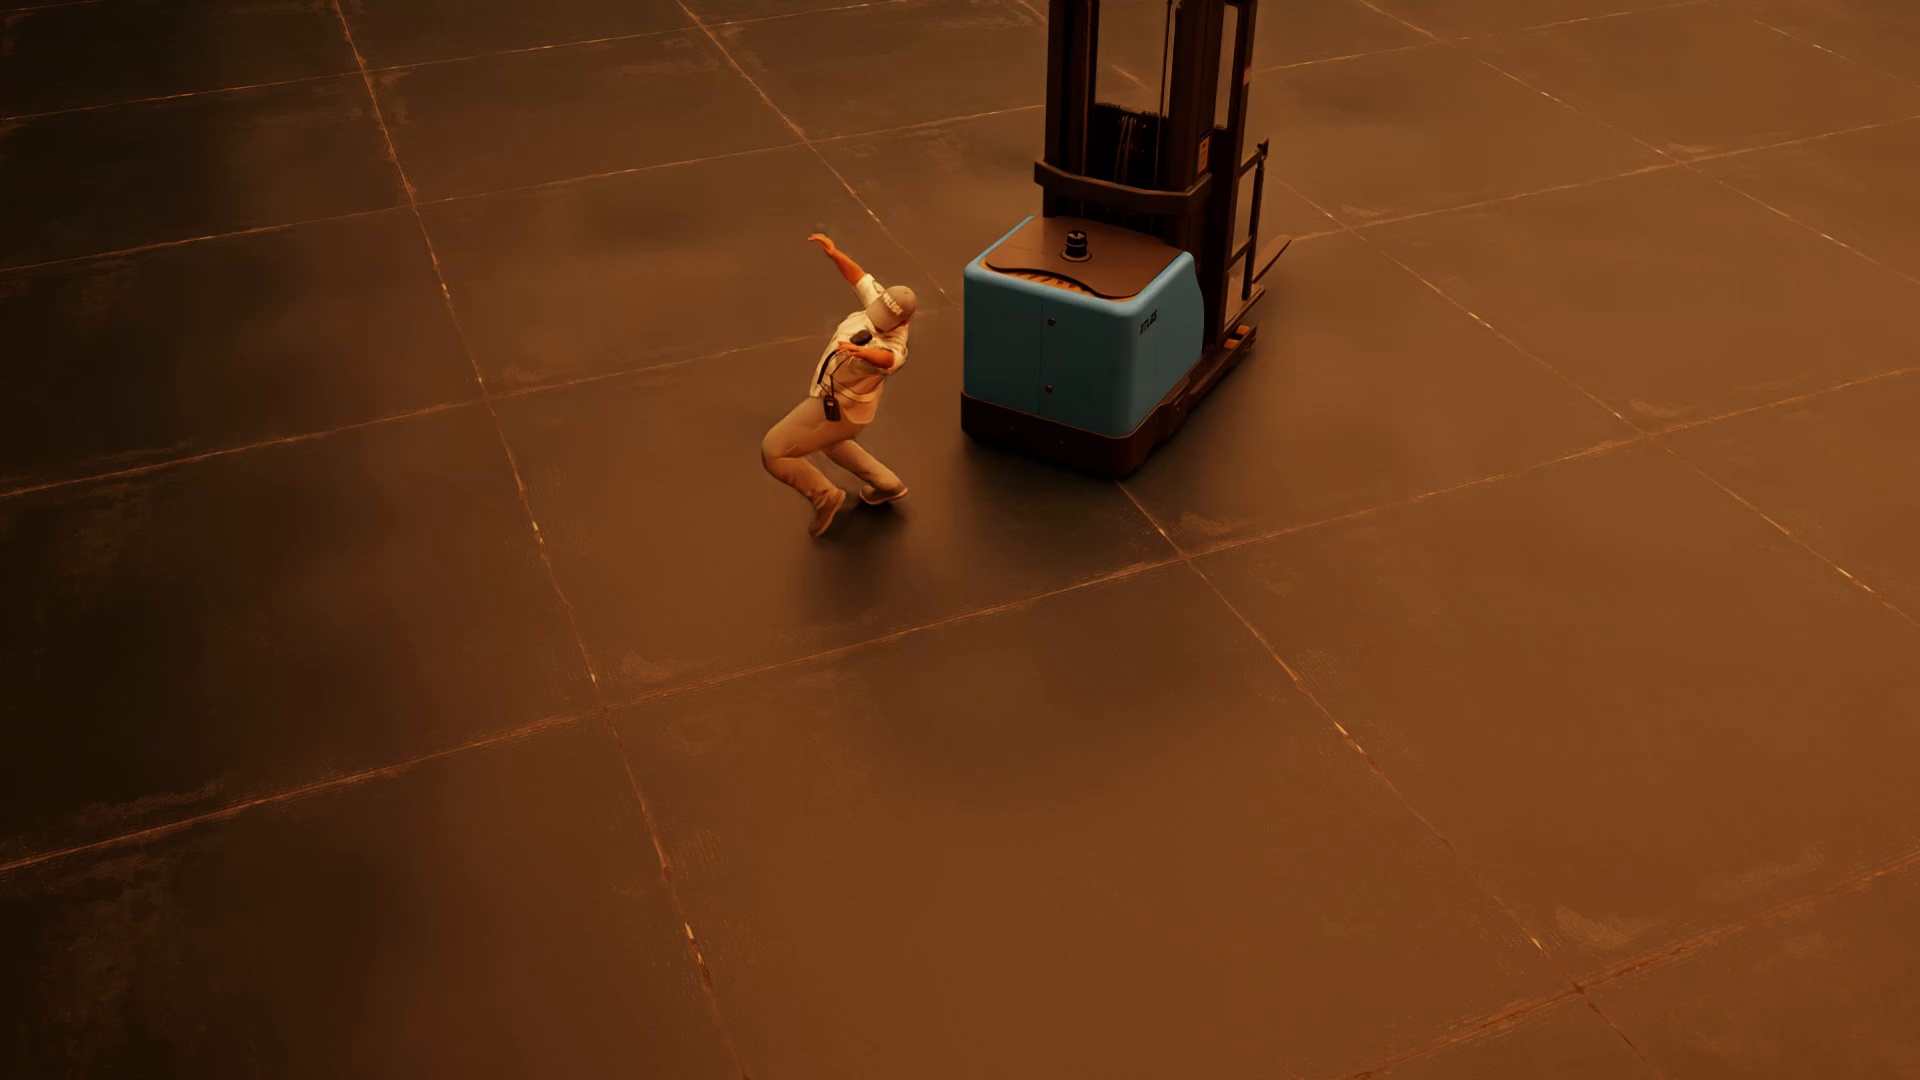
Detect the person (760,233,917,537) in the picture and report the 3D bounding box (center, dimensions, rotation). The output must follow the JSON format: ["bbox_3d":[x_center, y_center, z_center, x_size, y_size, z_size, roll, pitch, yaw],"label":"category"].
[{"bbox_3d":[-0.618,-0.673,8.259,0.777,1.577,1.011,5,36,7],"label":"person"}]

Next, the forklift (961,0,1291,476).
[{"bbox_3d":[1.170,-2.371,9.433,1.130,2.935,3.031,18,39,24],"label":"forklift"}]
